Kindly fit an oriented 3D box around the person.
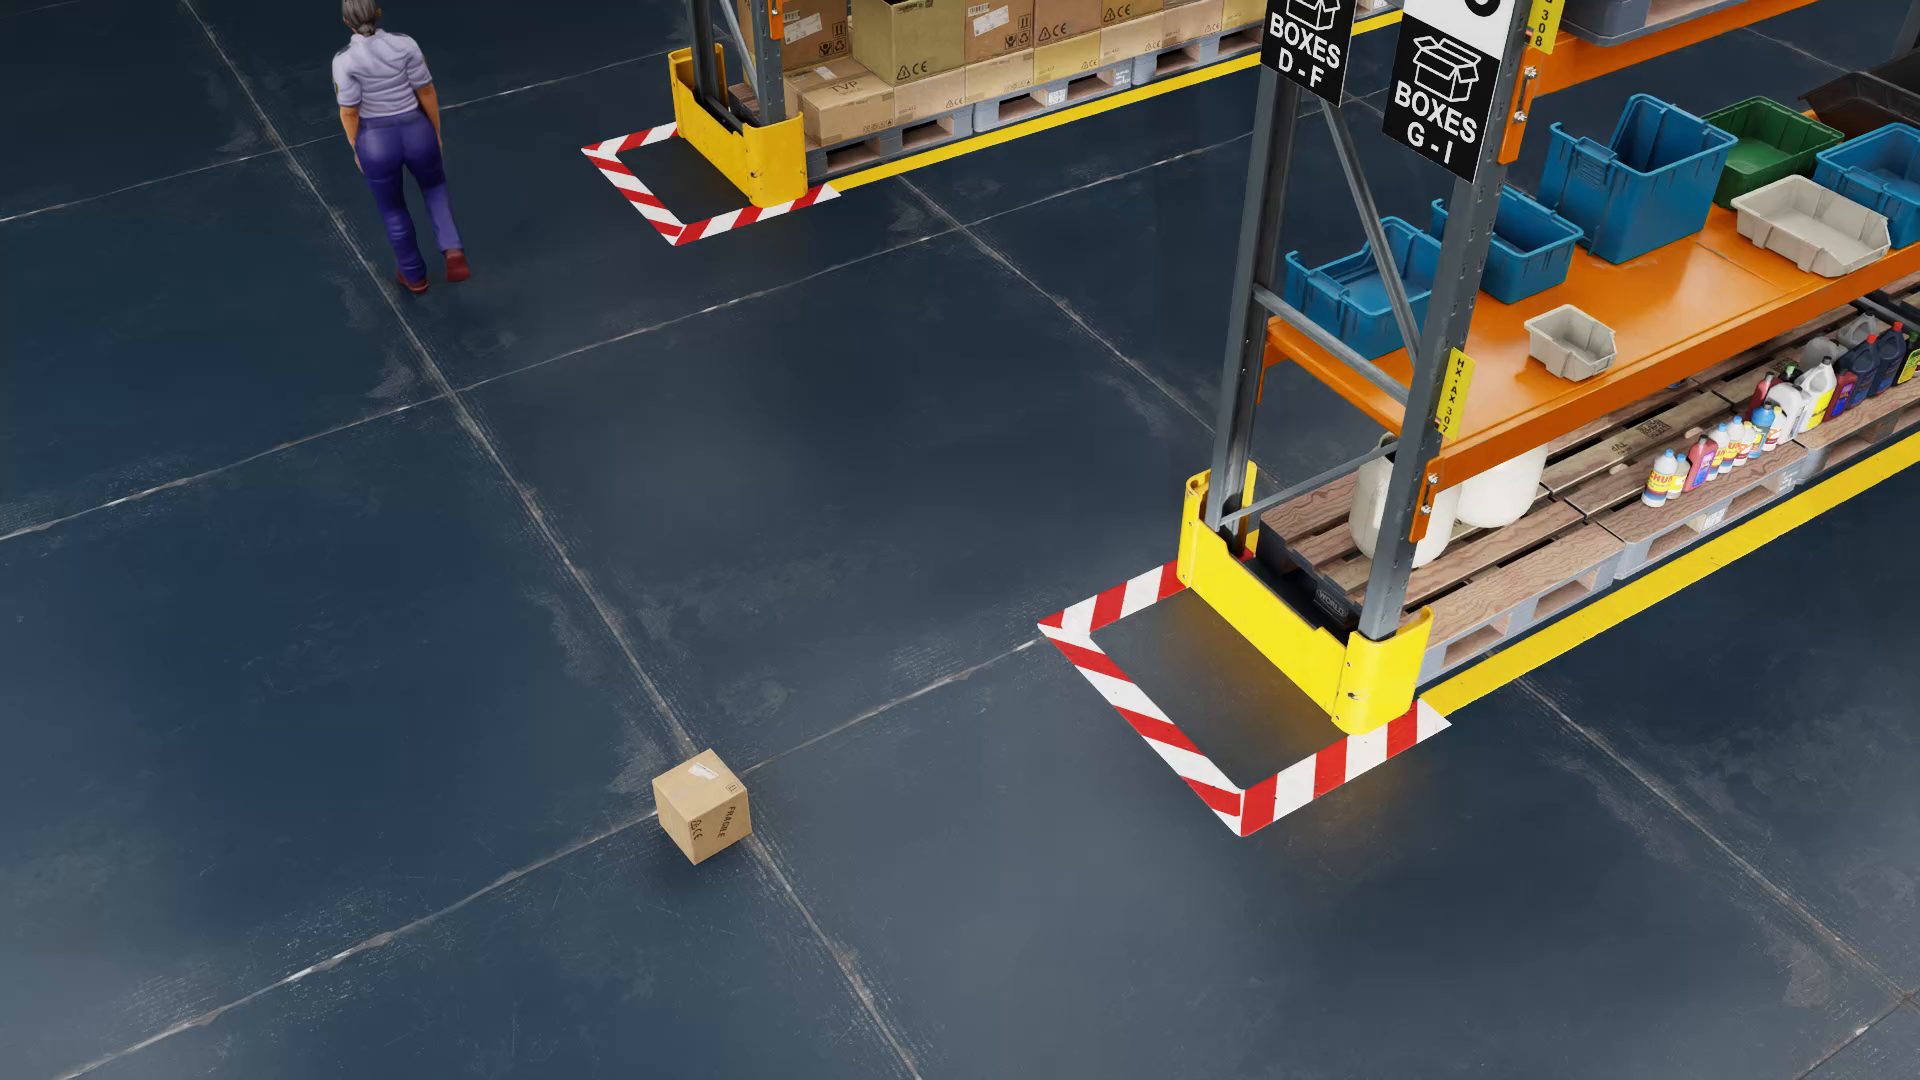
[{"bbox_3d":[-2.841,-1.992,8.430,0.478,1.640,0.492,-23,46,-24],"label":"person"}]
